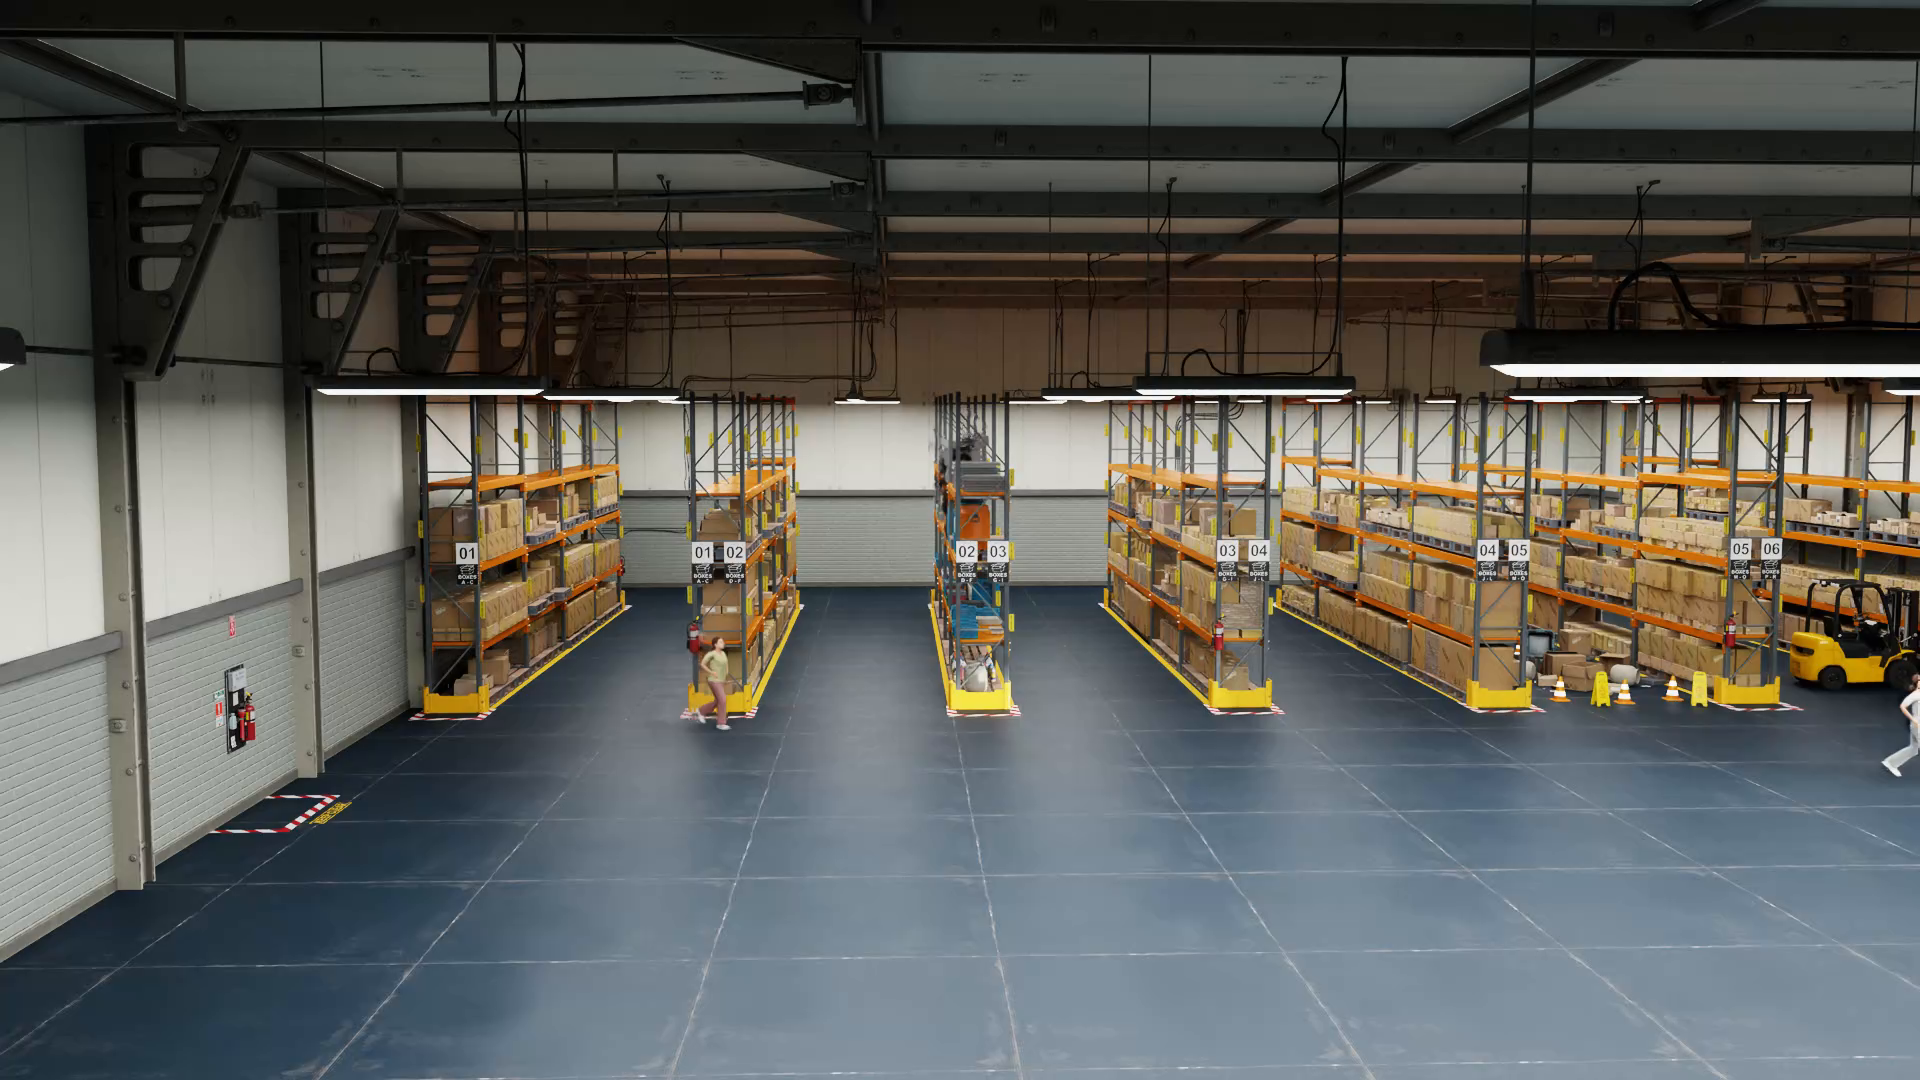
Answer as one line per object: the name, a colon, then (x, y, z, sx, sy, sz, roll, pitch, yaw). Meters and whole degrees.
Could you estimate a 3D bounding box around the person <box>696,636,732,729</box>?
person: (-4.375, 2.543, 29.785, 0.784, 1.656, 0.598, 2, 5, 27)

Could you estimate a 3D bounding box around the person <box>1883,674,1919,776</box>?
person: (14.519, 2.847, 25.173, 0.969, 1.655, 0.564, 4, 6, 40)

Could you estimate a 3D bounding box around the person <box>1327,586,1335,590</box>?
person: (10.997, 0.898, 49.190, 0.644, 1.758, 0.655, 0, 5, 0)
